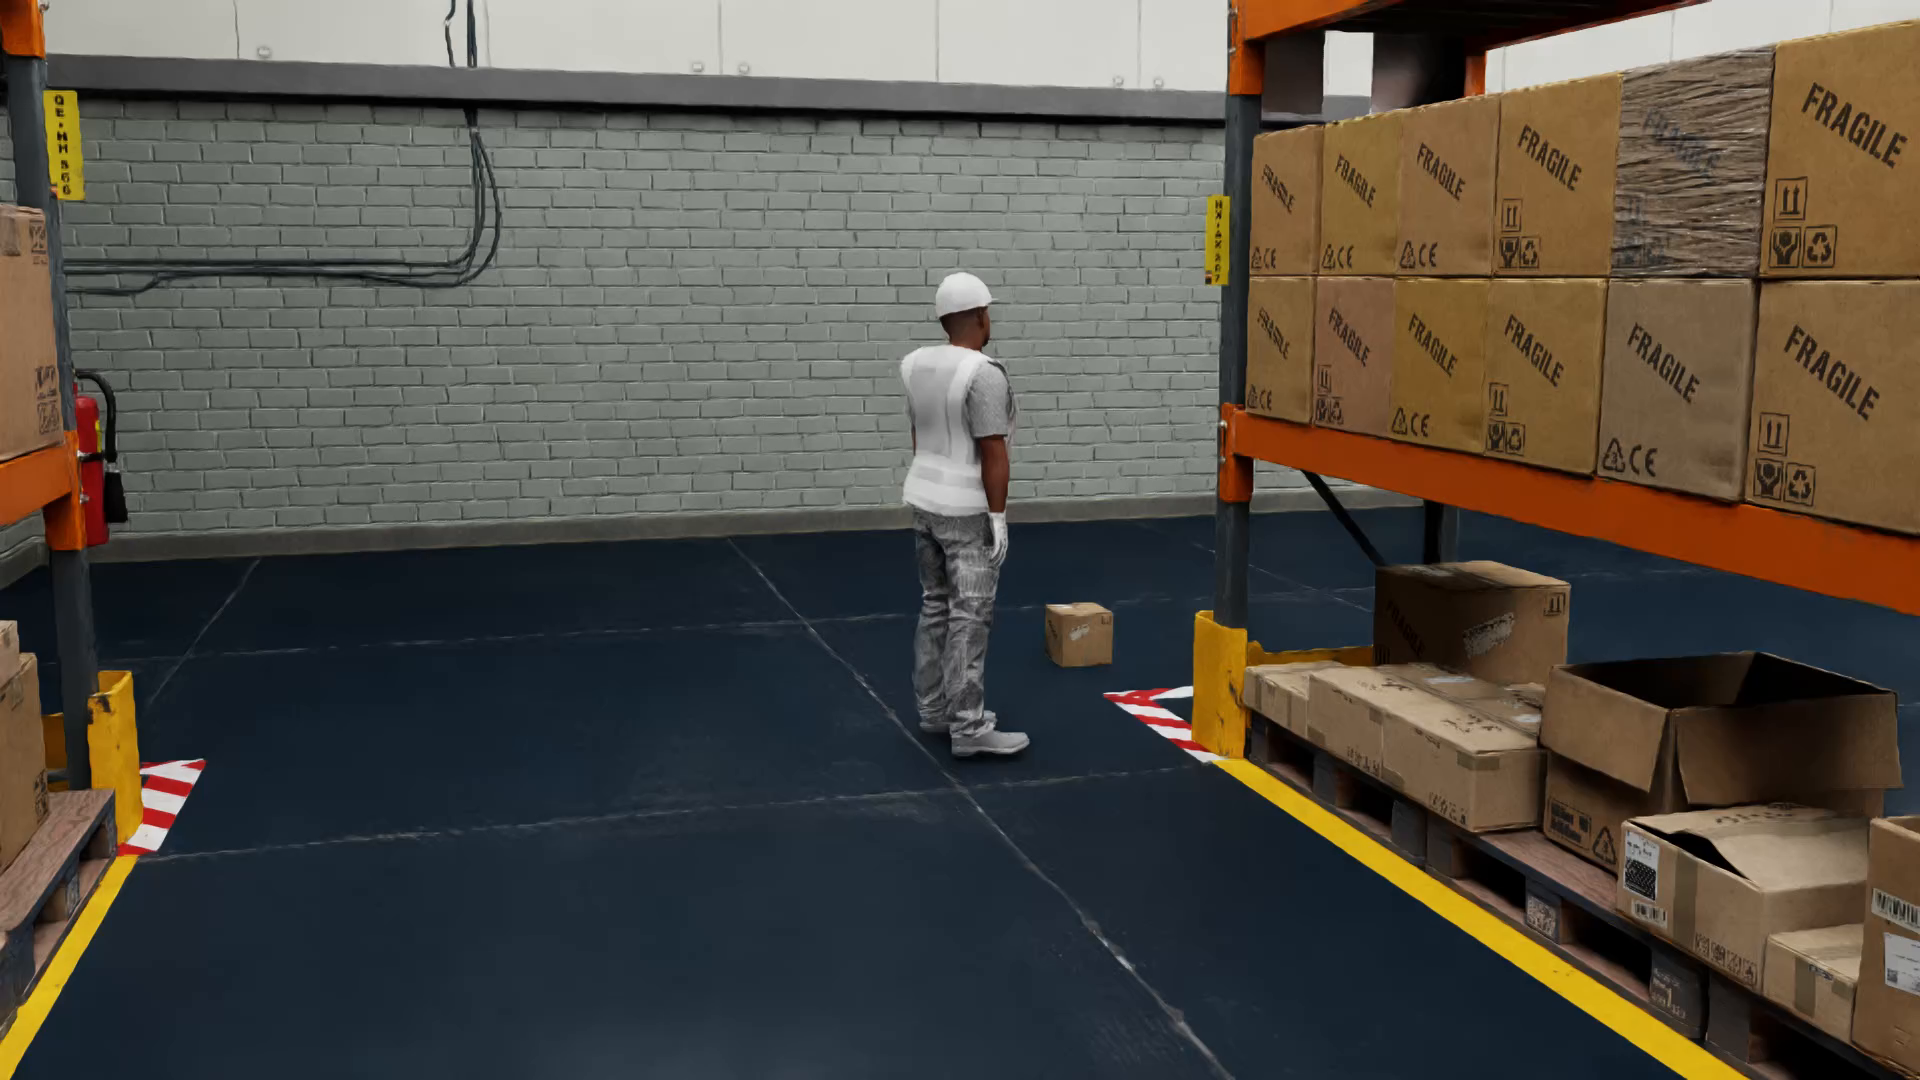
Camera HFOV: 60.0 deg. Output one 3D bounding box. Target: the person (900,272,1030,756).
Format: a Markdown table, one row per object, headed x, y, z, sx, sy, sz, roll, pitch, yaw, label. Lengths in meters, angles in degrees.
| x | y | z | sx | sy | sz | roll | pitch | yaw | label |
| --- | --- | --- | --- | --- | --- | --- | --- | --- | --- |
| 0.011 | -0.108 | 6.304 | 0.397 | 1.791 | 0.619 | -6 | 11 | -33 | person |
